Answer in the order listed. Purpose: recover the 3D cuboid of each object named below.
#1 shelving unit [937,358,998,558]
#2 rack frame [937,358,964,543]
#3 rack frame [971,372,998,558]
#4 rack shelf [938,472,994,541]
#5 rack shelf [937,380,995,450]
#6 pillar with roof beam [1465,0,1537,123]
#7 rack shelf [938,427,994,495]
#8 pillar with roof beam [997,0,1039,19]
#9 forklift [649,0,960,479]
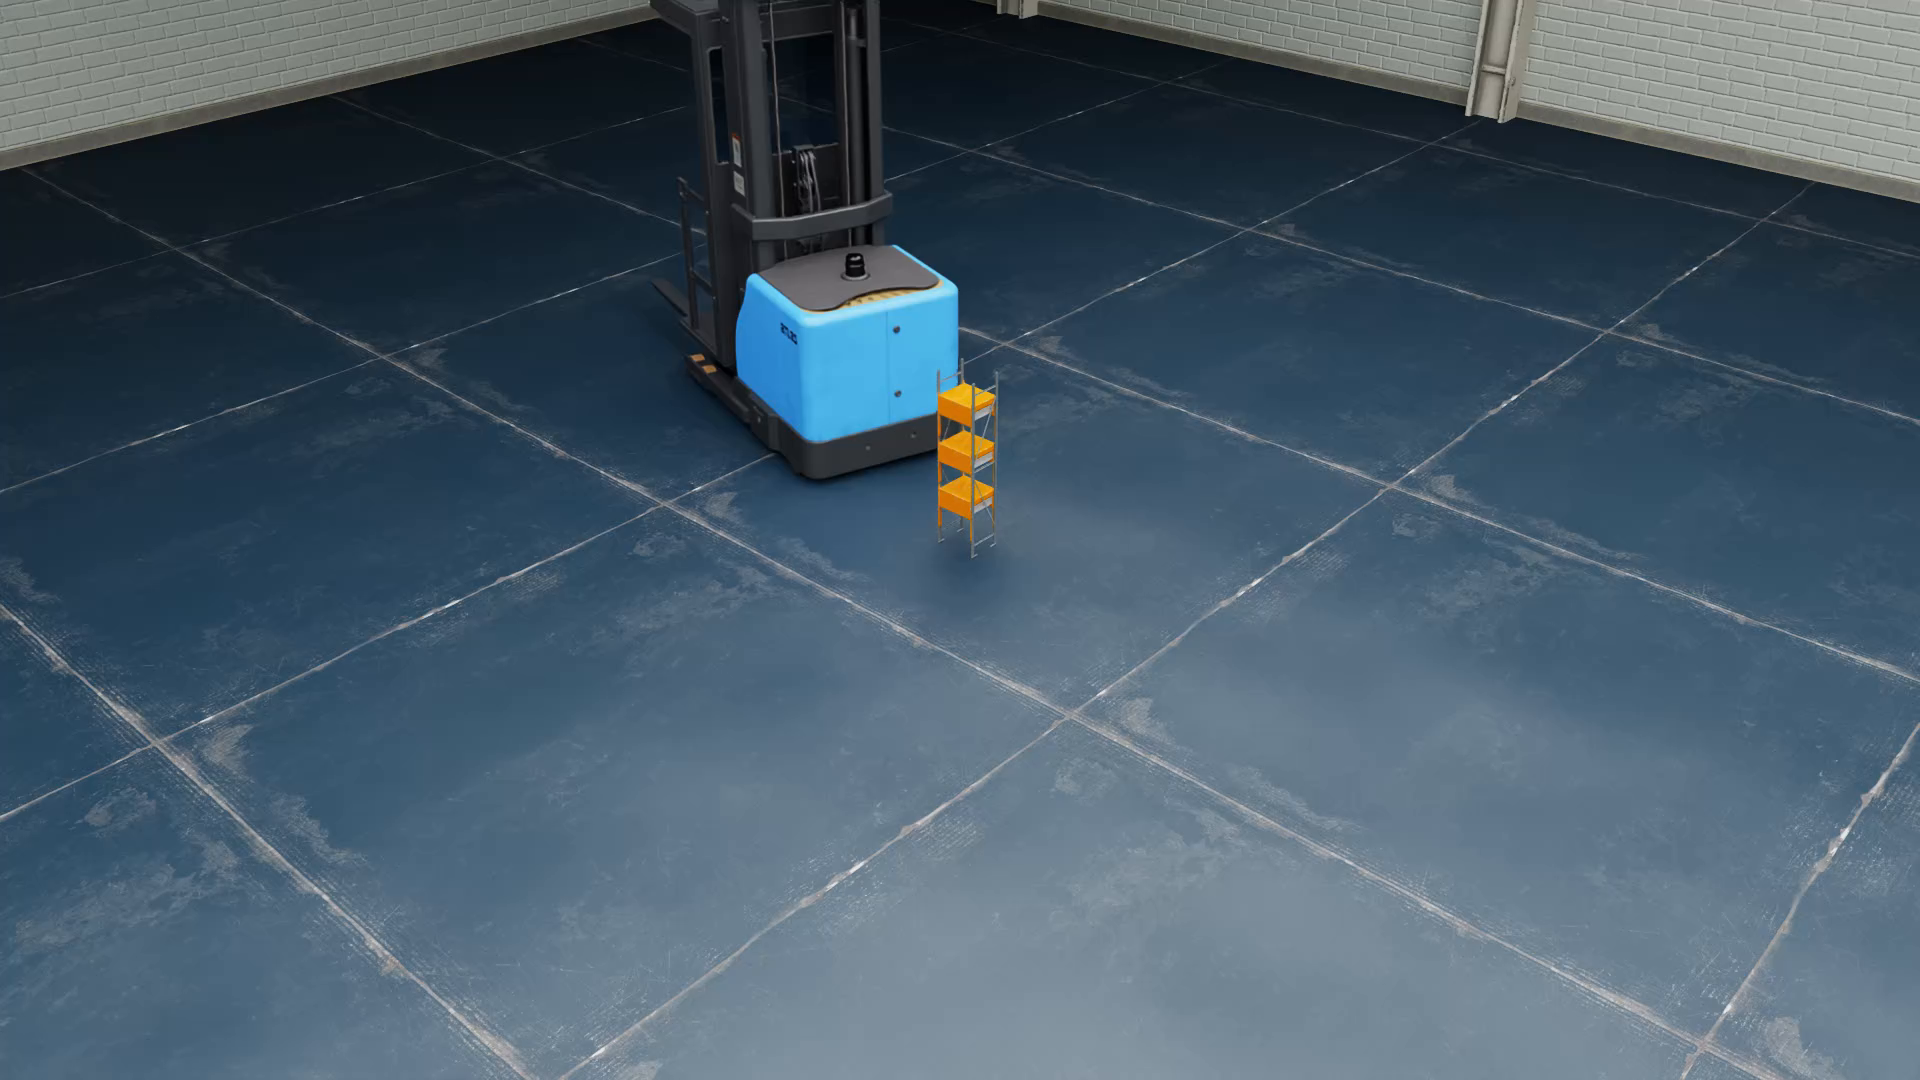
[{"bbox_3d":[0.040,-0.431,8.948,0.252,1.050,0.215,25,39,35],"label":"shelving unit"},{"bbox_3d":[-0.051,-0.473,9.019,0.008,1.050,0.200,25,39,35],"label":"rack frame"},{"bbox_3d":[0.130,-0.389,8.878,0.008,1.050,0.200,25,39,35],"label":"rack frame"},{"bbox_3d":[0.040,-0.184,9.097,0.240,0.259,0.215,25,39,35],"label":"rack shelf"},{"bbox_3d":[0.040,-0.665,8.808,0.240,0.259,0.215,25,39,35],"label":"rack shelf"},{"bbox_3d":[2.238,-6.308,11.004,0.400,9.000,9.100,25,39,35],"label":"pillar with roof beam"},{"bbox_3d":[0.040,-0.422,8.954,0.240,0.259,0.215,25,39,35],"label":"rack shelf"},{"bbox_3d":[-2.211,-8.385,14.453,0.400,9.000,9.100,25,39,35],"label":"pillar with roof beam"},{"bbox_3d":[-1.166,-2.341,10.297,1.130,2.935,3.031,-17,35,-25],"label":"forklift"}]
